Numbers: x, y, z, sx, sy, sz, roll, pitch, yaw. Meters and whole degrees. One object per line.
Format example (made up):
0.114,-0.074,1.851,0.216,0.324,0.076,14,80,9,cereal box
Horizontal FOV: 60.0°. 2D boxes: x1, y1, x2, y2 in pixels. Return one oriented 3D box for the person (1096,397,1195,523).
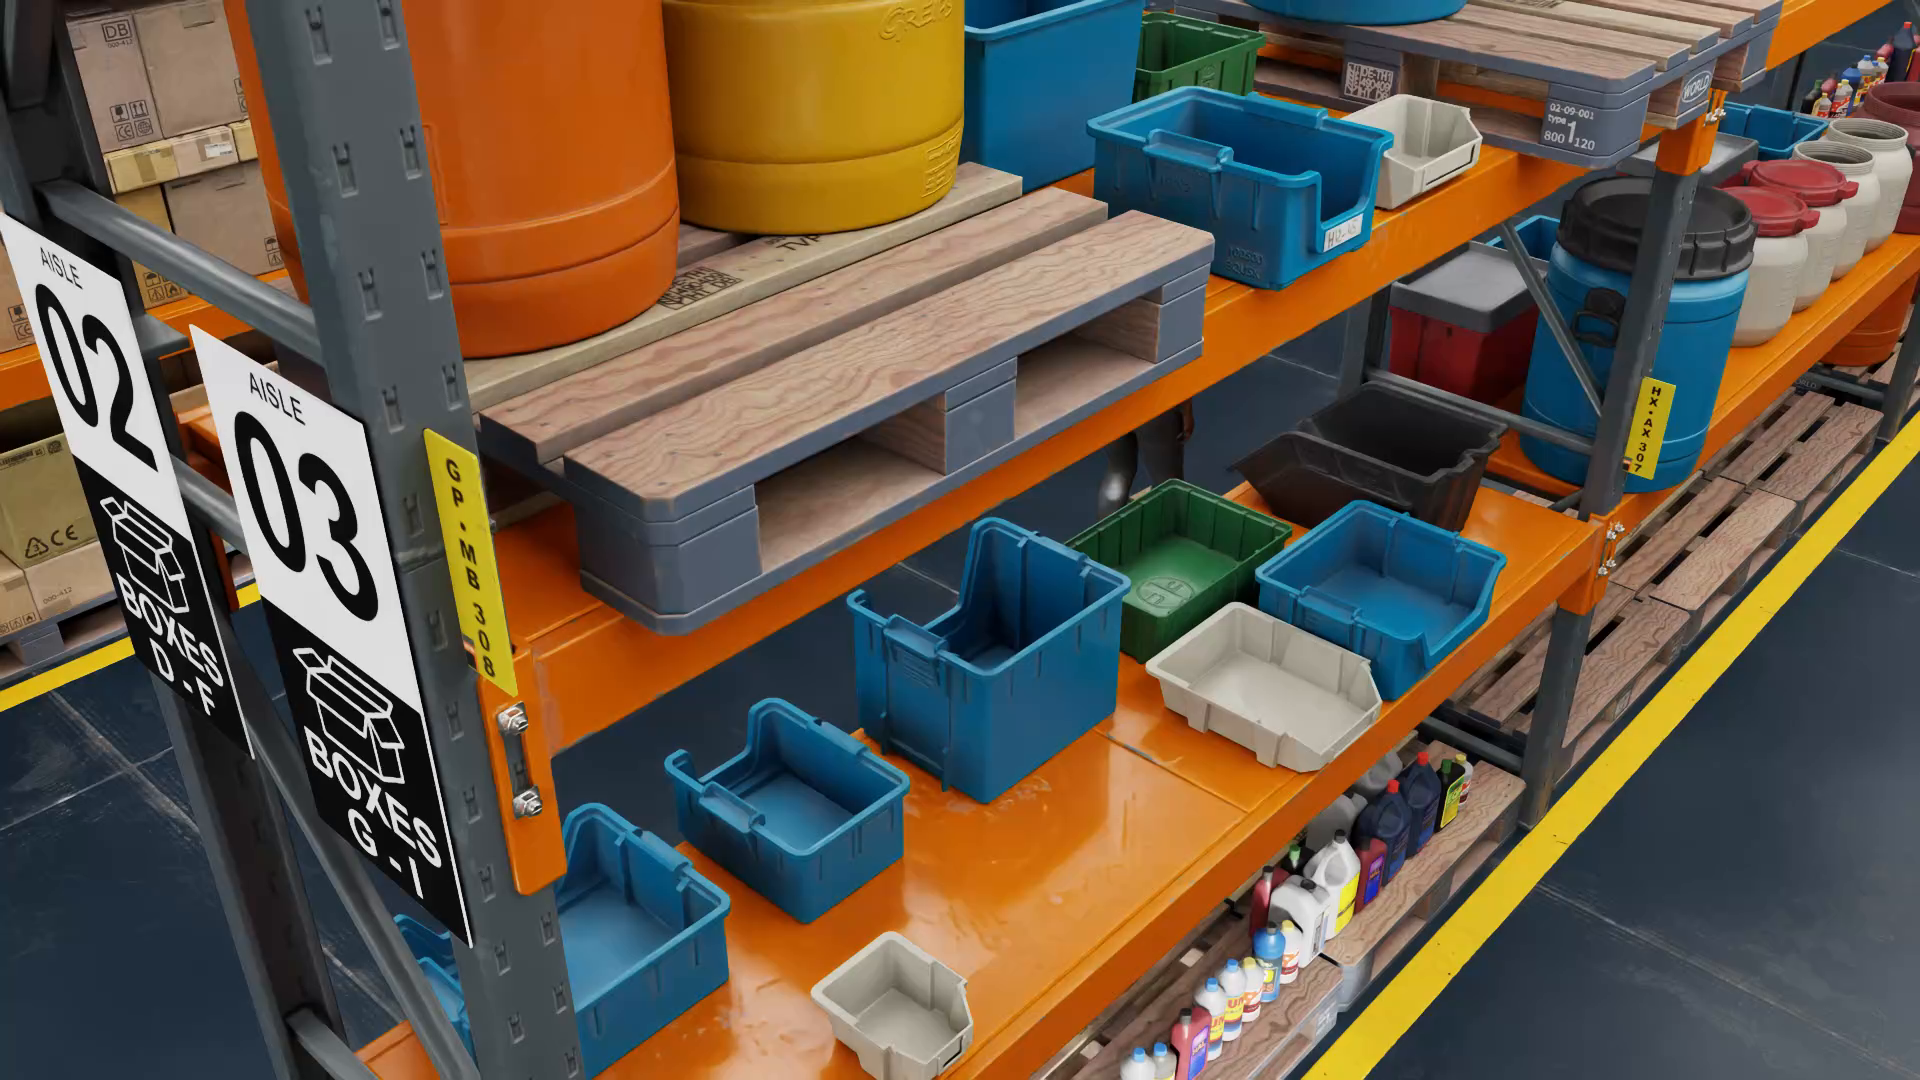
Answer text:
0.791,-0.589,7.101,0.518,1.653,0.349,23,38,33,person
